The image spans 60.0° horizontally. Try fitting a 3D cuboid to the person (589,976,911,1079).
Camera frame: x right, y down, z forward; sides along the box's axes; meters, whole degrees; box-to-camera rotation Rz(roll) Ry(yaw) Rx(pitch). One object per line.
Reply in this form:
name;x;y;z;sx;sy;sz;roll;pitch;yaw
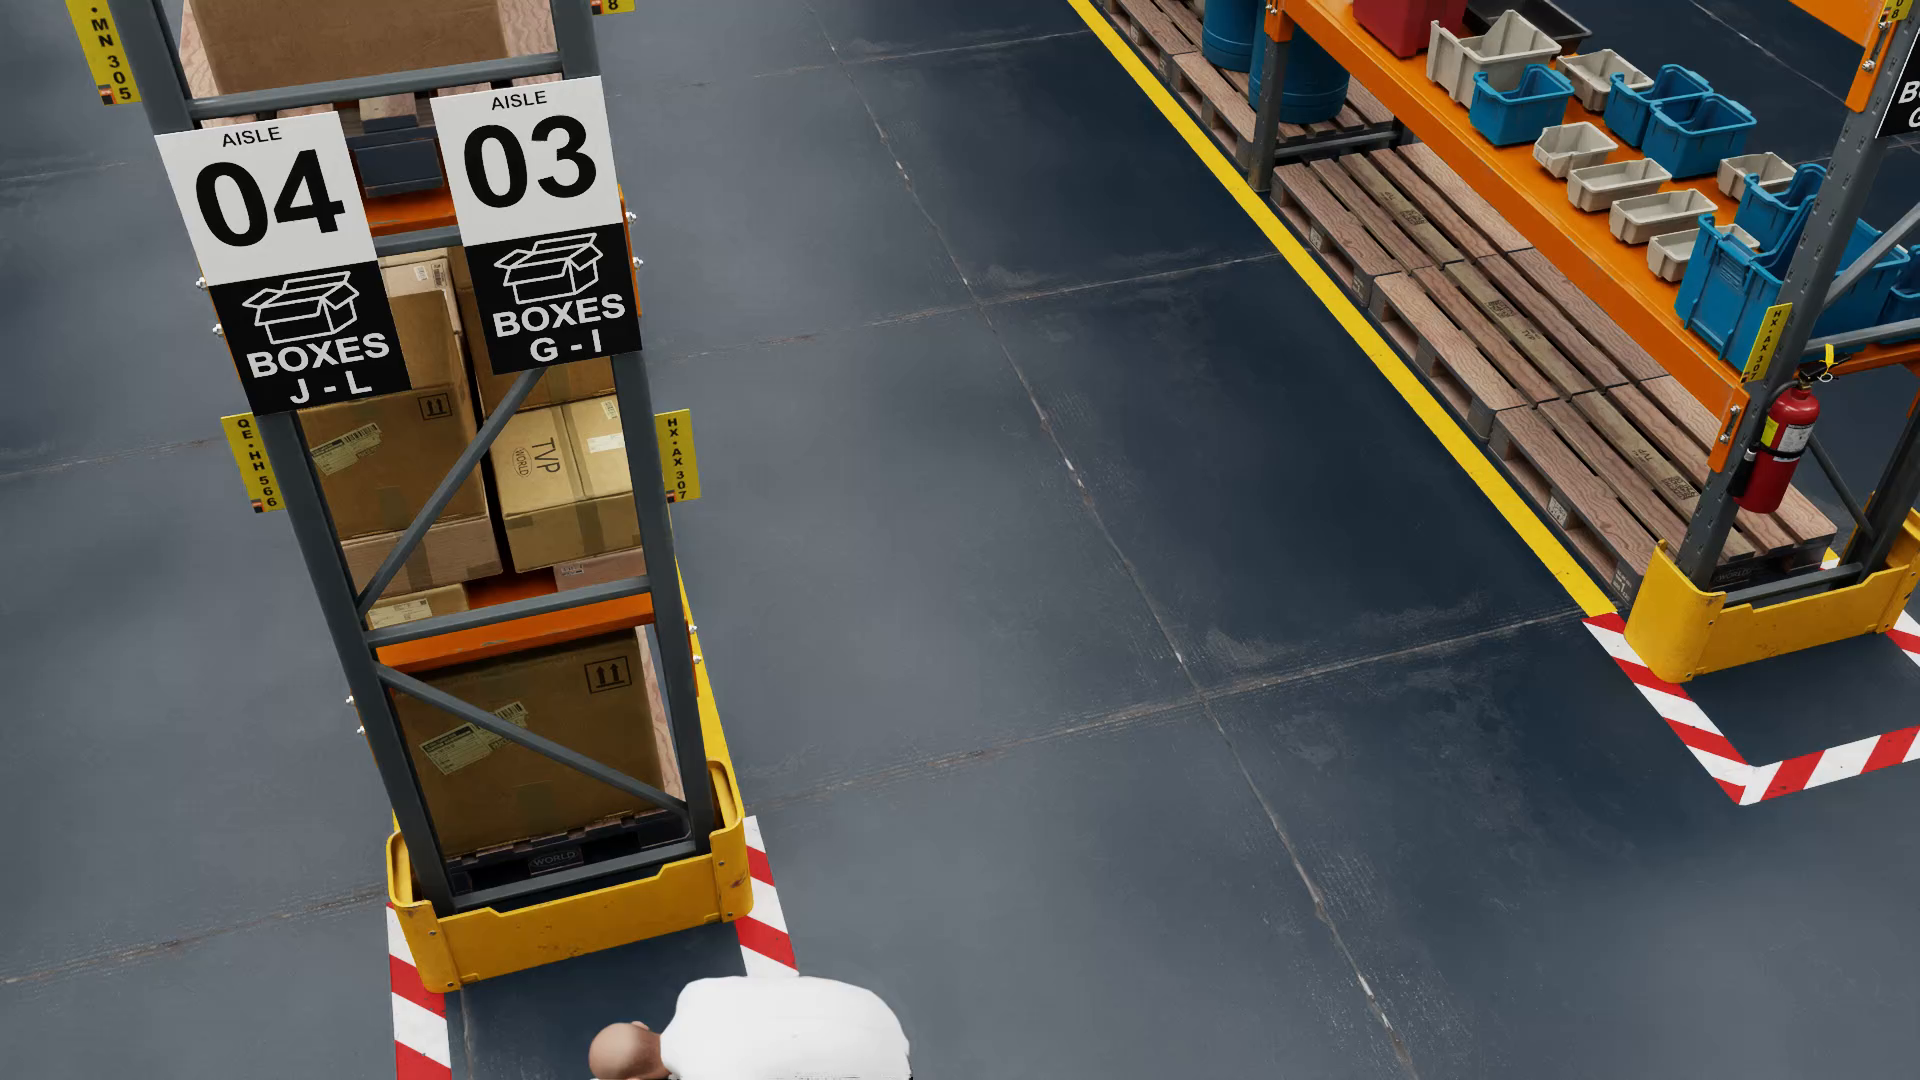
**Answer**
person;-0.621;1.674;5.063;0.945;0.825;0.578;-3;42;-4
